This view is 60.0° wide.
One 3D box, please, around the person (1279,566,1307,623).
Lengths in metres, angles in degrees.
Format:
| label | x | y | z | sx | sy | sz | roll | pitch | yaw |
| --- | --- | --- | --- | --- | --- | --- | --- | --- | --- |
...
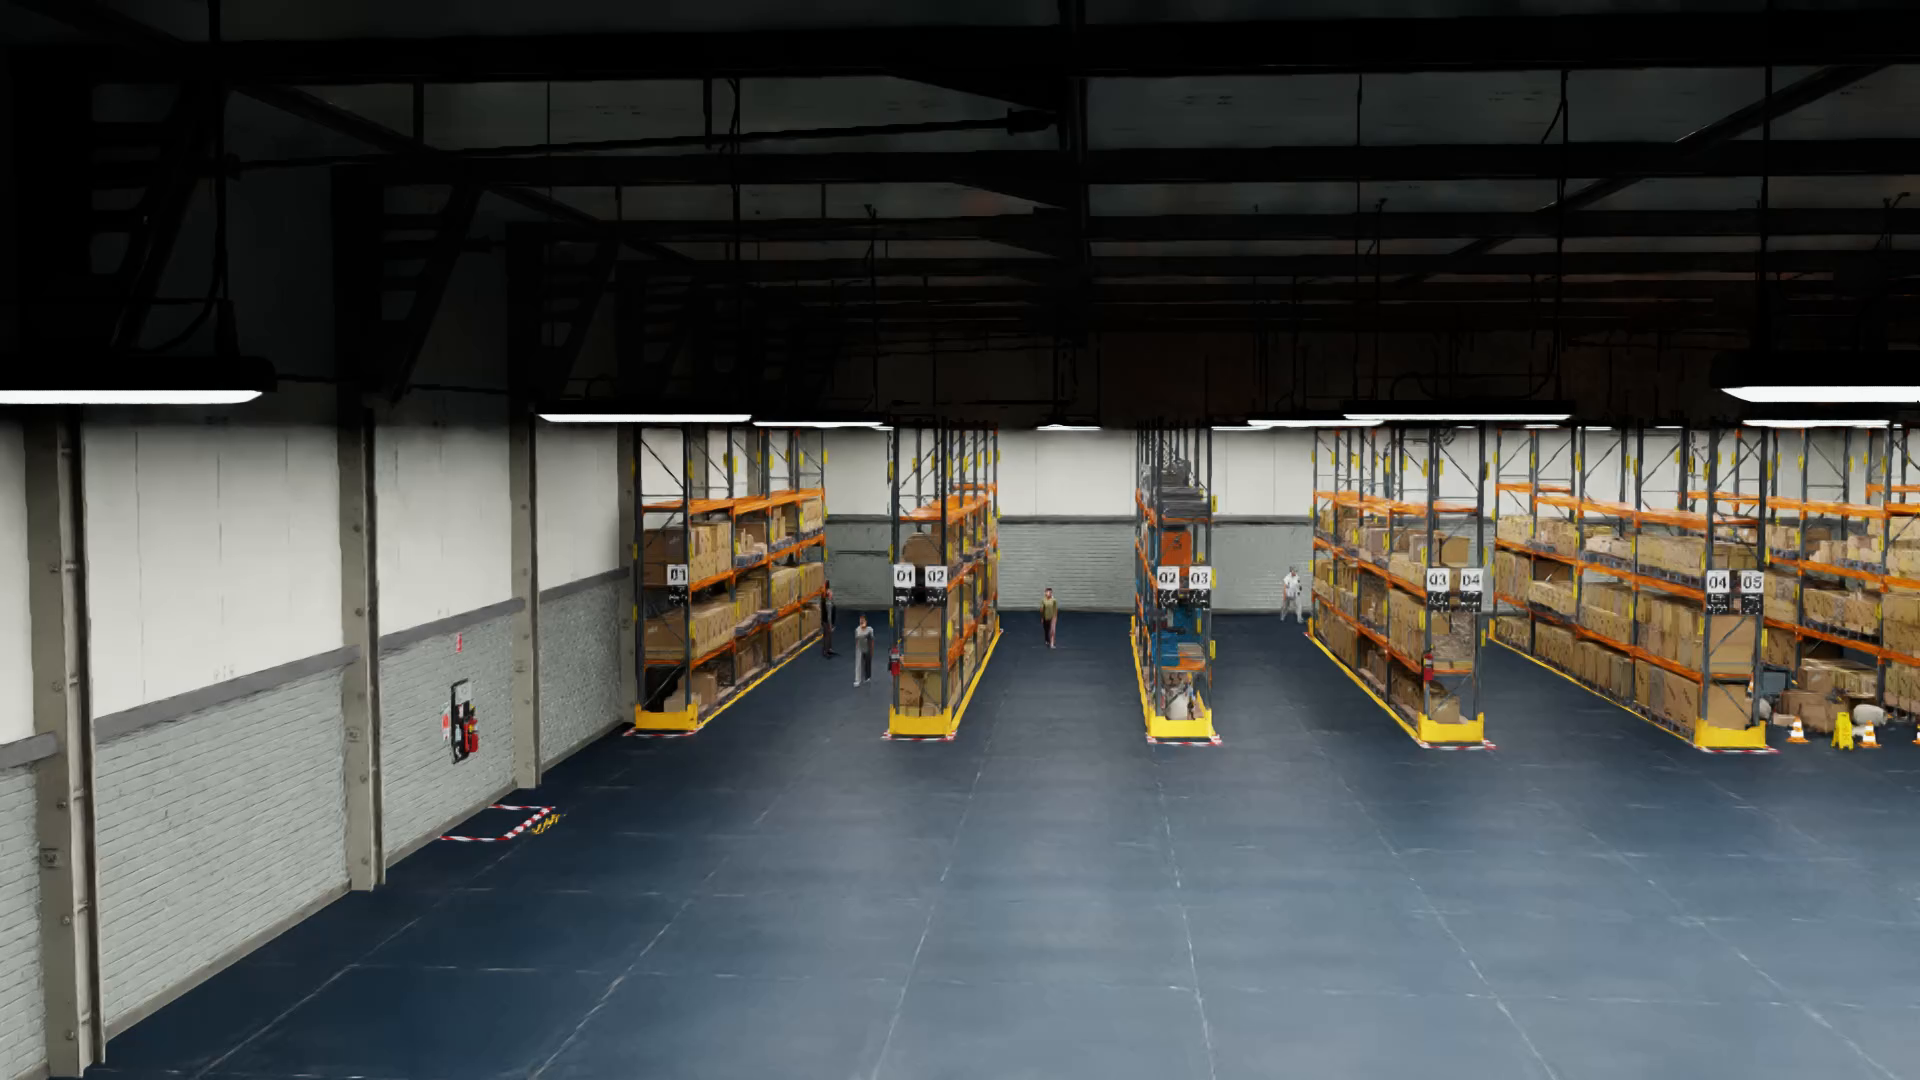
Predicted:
| label | x | y | z | sx | sy | sz | roll | pitch | yaw |
| --- | --- | --- | --- | --- | --- | --- | --- | --- | --- |
| person | 9.938 | 1.623 | 49.783 | 0.586 | 1.712 | 0.973 | -1 | 4 | -18 |

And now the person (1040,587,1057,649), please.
| label | x | y | z | sx | sy | sz | roll | pitch | yaw |
| --- | --- | --- | --- | --- | --- | --- | --- | --- | --- |
| person | 2.337 | 2.042 | 43.965 | 0.446 | 1.590 | 1.110 | 0 | 4 | 7 |

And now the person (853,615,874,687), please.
| label | x | y | z | sx | sy | sz | roll | pitch | yaw |
| --- | --- | --- | --- | --- | --- | --- | --- | --- | --- |
| person | -2.154 | 2.470 | 37.392 | 0.443 | 1.591 | 1.110 | 0 | 4 | 2 |

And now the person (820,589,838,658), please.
| label | x | y | z | sx | sy | sz | roll | pitch | yaw |
| --- | --- | --- | --- | --- | --- | --- | --- | --- | --- |
| person | -3.297 | 2.093 | 42.147 | 0.463 | 1.731 | 0.598 | -1 | 4 | -15 |
